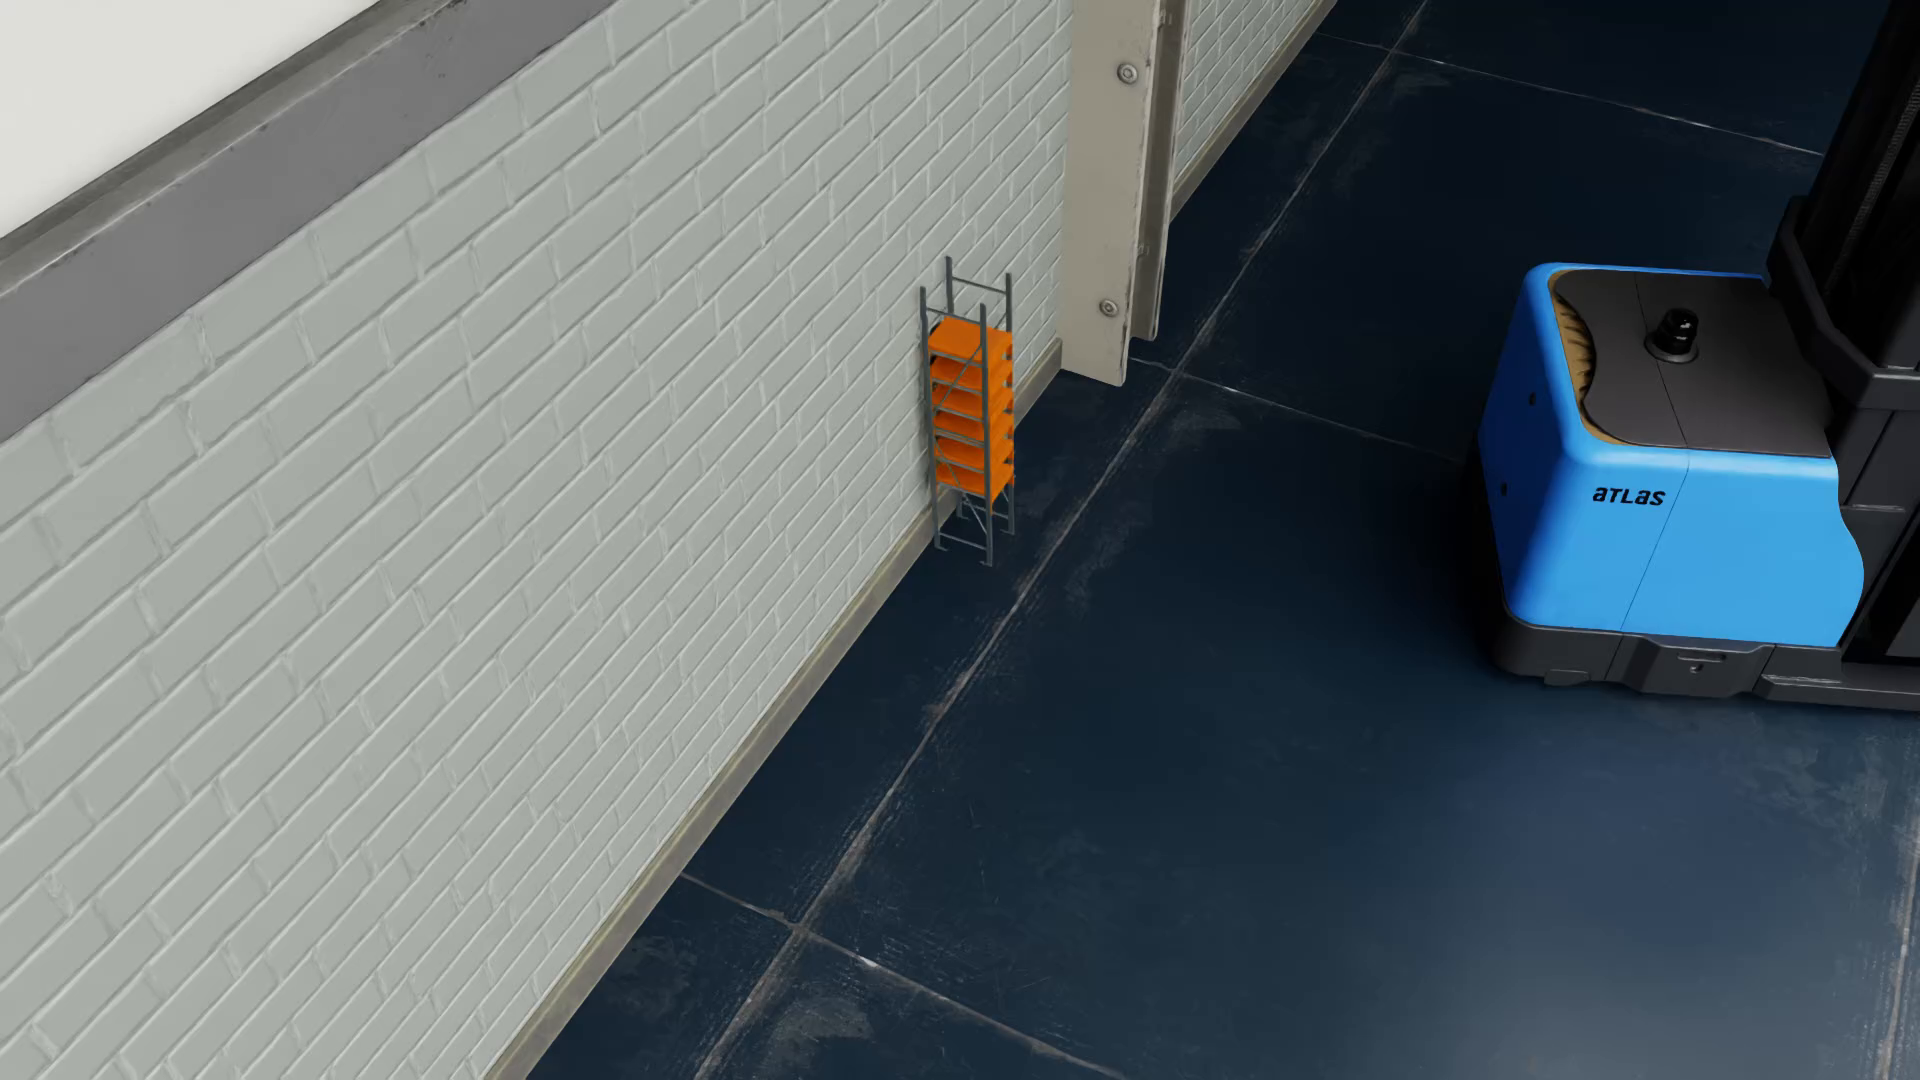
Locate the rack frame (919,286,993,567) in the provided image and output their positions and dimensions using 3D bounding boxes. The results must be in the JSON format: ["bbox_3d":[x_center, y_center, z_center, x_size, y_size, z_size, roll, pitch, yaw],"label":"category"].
[{"bbox_3d":[-0.005,-0.361,5.757,0.240,1.200,0.006,19,49,20],"label":"rack frame"}]

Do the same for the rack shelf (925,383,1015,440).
[{"bbox_3d":[0.034,-0.473,5.760,0.258,0.103,0.180,19,49,20],"label":"rack shelf"}]

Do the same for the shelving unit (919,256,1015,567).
[{"bbox_3d":[0.036,-0.419,5.814,0.258,1.200,0.189,19,49,20],"label":"shelving unit"}]

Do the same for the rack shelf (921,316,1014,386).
[{"bbox_3d":[0.027,-0.642,5.590,0.258,0.103,0.180,19,49,20],"label":"rack shelf"}]

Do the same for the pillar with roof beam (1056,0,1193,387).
[{"bbox_3d":[4.432,-2.549,2.442,9.100,9.000,0.400,20,49,19],"label":"pillar with roof beam"}]

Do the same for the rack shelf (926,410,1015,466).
[{"bbox_3d":[0.038,-0.388,5.845,0.258,0.103,0.180,19,49,20],"label":"rack shelf"}]

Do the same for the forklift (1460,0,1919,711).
[{"bbox_3d":[3.377,-0.788,4.968,3.031,2.935,1.130,4,45,4],"label":"forklift"}]

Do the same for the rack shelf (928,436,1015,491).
[{"bbox_3d":[0.042,-0.303,5.930,0.258,0.103,0.180,19,49,20],"label":"rack shelf"}]

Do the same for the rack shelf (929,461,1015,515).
[{"bbox_3d":[0.045,-0.219,6.015,0.258,0.103,0.180,19,49,20],"label":"rack shelf"}]

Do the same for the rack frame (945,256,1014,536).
[{"bbox_3d":[0.078,-0.478,5.870,0.240,1.200,0.006,19,49,20],"label":"rack frame"}]

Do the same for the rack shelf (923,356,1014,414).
[{"bbox_3d":[0.030,-0.557,5.675,0.258,0.103,0.180,19,49,20],"label":"rack shelf"}]
